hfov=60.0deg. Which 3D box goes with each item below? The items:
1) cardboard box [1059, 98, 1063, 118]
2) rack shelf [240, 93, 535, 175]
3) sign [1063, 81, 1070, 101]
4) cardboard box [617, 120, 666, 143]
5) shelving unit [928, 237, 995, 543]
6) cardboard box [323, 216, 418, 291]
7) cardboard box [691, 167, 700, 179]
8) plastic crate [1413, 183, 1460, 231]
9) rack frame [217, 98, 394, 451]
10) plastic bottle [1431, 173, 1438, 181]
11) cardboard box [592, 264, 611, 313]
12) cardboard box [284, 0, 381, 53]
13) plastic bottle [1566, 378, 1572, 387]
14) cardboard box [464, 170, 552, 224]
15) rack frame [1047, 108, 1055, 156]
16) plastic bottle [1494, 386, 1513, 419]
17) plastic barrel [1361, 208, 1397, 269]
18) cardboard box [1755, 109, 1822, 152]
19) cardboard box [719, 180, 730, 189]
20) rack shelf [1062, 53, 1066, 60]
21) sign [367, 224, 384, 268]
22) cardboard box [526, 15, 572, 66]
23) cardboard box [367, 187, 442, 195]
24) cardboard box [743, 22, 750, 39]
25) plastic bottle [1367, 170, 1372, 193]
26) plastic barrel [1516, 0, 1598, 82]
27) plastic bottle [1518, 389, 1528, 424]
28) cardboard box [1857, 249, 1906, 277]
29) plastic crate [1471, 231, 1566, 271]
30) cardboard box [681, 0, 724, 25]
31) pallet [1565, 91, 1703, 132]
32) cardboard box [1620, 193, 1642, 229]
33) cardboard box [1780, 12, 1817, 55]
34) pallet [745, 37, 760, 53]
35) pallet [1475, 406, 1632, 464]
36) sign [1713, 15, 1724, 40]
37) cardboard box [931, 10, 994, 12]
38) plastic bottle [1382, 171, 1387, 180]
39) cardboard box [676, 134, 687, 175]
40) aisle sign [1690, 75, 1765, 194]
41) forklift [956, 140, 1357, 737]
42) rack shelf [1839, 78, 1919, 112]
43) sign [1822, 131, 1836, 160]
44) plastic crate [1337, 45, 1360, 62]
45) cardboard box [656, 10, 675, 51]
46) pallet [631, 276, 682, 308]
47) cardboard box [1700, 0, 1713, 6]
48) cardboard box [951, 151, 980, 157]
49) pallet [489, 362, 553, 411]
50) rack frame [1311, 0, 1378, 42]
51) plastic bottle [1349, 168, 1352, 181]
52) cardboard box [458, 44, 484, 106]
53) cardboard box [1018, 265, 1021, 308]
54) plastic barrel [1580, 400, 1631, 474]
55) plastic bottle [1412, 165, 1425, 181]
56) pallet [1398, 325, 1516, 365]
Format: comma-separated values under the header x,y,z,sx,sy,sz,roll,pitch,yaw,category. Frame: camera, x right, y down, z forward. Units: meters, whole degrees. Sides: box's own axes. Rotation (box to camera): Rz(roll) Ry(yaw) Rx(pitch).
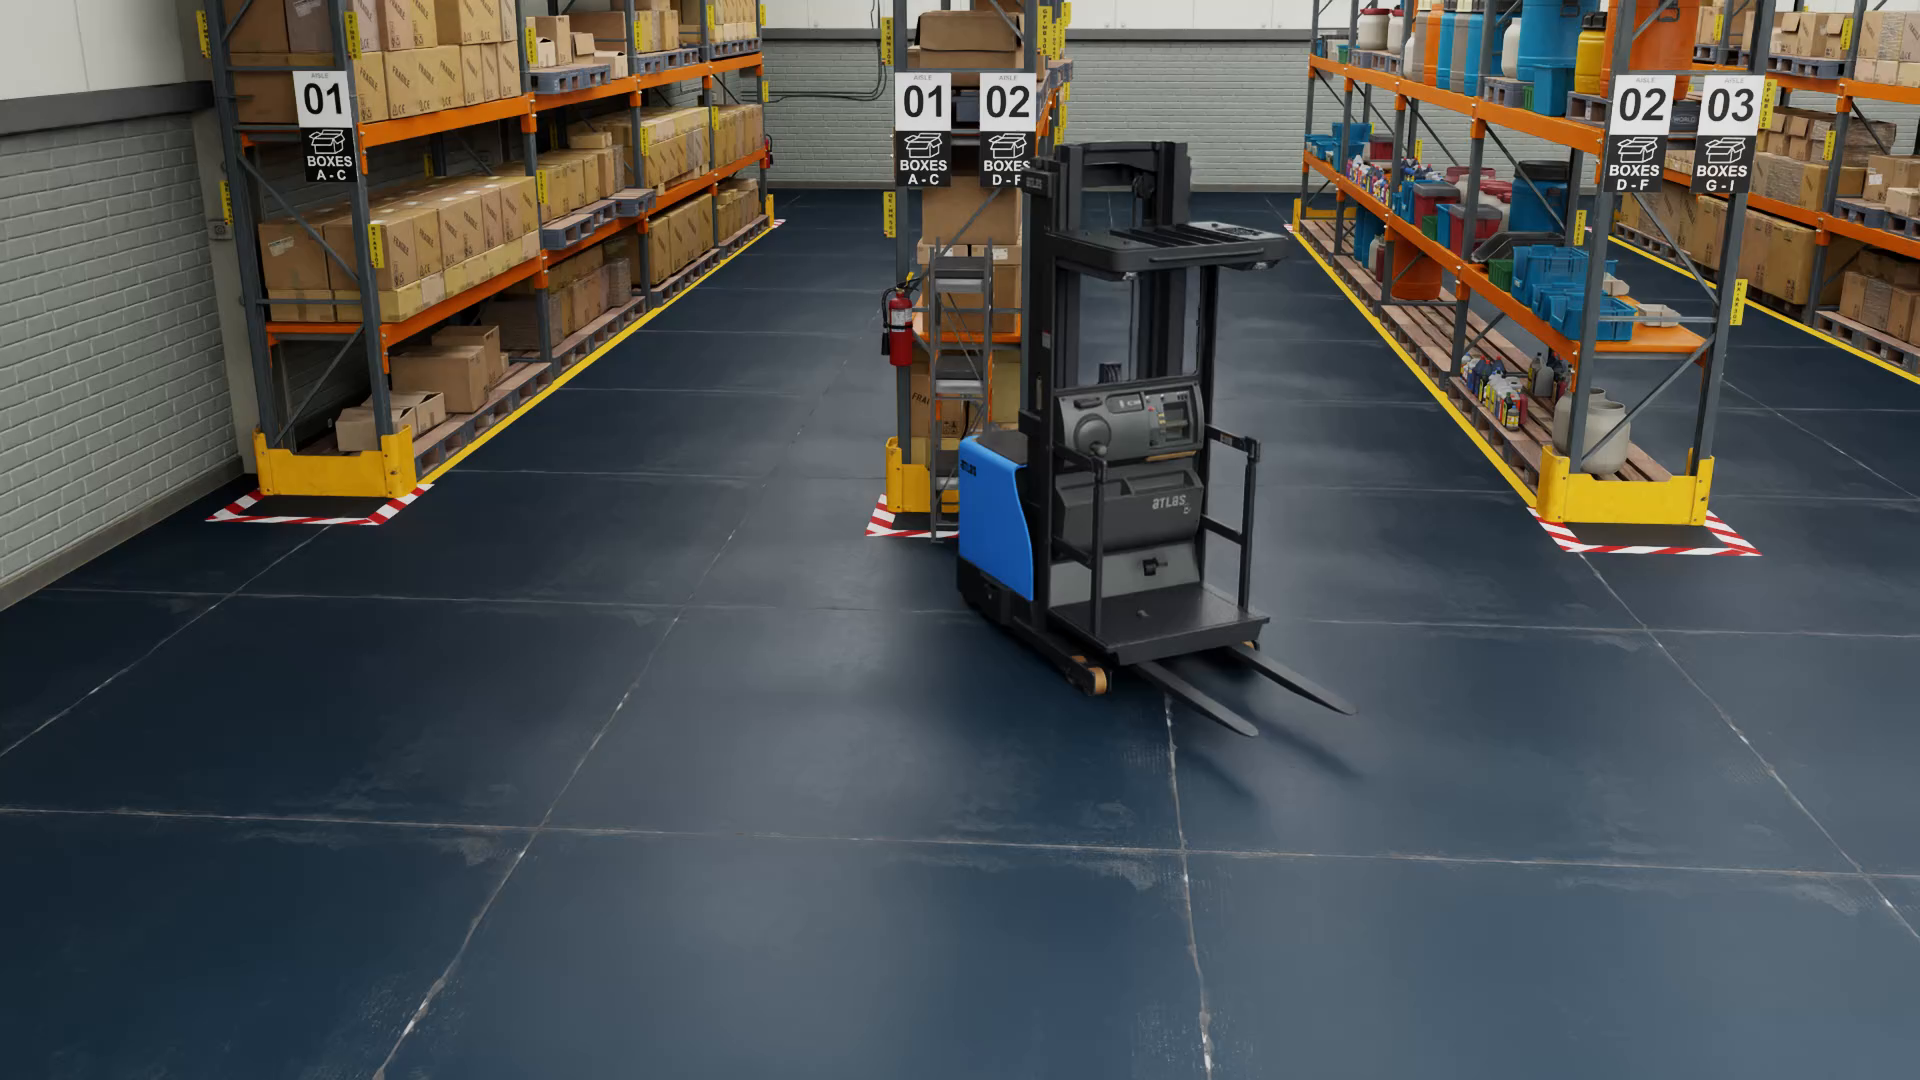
x,y,z,sx,sy,sz,roll,pitch,yaw,category
1.212,-6.075,23.879,0.500,0.500,0.500,2,18,5,cardboard box
-4.761,-3.499,14.123,1.077,0.370,4.000,1,18,4,rack shelf
1.736,-7.336,27.128,0.100,0.325,0.005,1,18,4,sign
-4.003,-5.136,20.906,0.500,0.250,0.500,1,18,3,cardboard box
0.012,-1.049,11.753,0.431,2.100,0.503,1,18,4,shelving unit
-4.570,-2.231,12.918,0.500,0.500,0.500,1,18,4,cardboard box
-3.804,-5.059,22.915,0.380,0.149,0.250,1,18,4,cardboard box
5.130,-3.593,17.970,0.402,0.464,0.583,1,18,4,plastic crate
-4.904,-1.795,12.583,1.000,3.000,0.127,1,18,4,rack frame
6.023,-4.518,21.101,0.097,0.271,0.097,0,18,0,plastic bottle
-4.483,-2.918,19.320,0.700,0.500,0.500,1,18,4,cardboard box
-4.635,-3.866,12.290,0.500,0.500,0.500,0,18,0,cardboard box
5.453,-1.314,14.783,0.152,0.276,0.135,2,18,5,plastic bottle
-4.547,-3.451,16.770,0.700,0.500,0.500,1,18,4,cardboard box
0.610,-4.170,19.831,1.000,3.000,0.127,1,18,4,rack frame
4.727,-1.189,14.402,0.152,0.276,0.135,1,18,2,plastic bottle
5.731,-4.114,22.357,0.600,0.901,0.708,1,18,4,plastic barrel
10.679,-5.303,21.517,0.797,0.503,0.637,1,18,5,cardboard box
-3.934,-5.750,26.952,0.380,0.149,0.250,1,18,4,cardboard box
1.040,-7.117,25.163,1.077,0.370,4.000,1,18,4,rack shelf
-4.363,-2.194,12.411,0.100,0.325,0.005,1,18,4,sign
-4.410,-5.260,17.508,0.500,0.500,0.500,1,18,2,cardboard box
-4.942,-2.875,14.884,0.500,0.500,0.500,2,18,5,cardboard box
-3.581,-7.970,26.018,0.500,0.250,0.500,1,18,2,cardboard box
5.259,-4.592,21.306,0.061,0.283,0.133,1,18,4,plastic bottle
5.086,-4.372,14.152,0.600,0.901,0.708,1,18,4,plastic barrel
4.823,-1.147,14.263,0.061,0.283,0.133,1,18,4,plastic bottle
10.473,-3.116,18.720,0.500,0.250,0.500,2,18,6,cardboard box
5.100,-2.627,15.221,0.767,0.338,0.504,1,18,4,plastic crate
-3.713,-7.694,23.972,0.500,0.500,0.500,1,18,3,cardboard box
5.134,-3.164,12.247,1.003,0.211,1.213,1,18,4,pallet
11.098,-5.421,26.389,0.875,0.875,0.875,1,18,4,cardboard box
10.616,-6.257,20.542,0.797,0.503,0.637,1,18,3,cardboard box
-3.800,-7.917,26.591,1.003,0.211,1.213,1,18,4,pallet
5.089,-0.903,14.340,1.003,0.211,1.213,1,18,4,pallet
10.224,-6.910,22.421,0.100,0.325,0.005,1,18,4,sign
0.024,-4.516,15.011,0.500,0.500,0.500,3,18,8,cardboard box
5.393,-4.547,21.170,0.061,0.283,0.133,1,18,4,plastic bottle
-3.928,-5.101,22.003,0.500,0.500,0.500,2,18,5,cardboard box
5.264,-2.780,11.415,0.394,0.787,0.004,1,18,4,aisle sign
1.075,-0.677,9.282,1.130,2.935,3.031,-9,20,-25,forklift
10.348,-4.410,16.902,1.077,0.370,4.000,1,18,4,rack shelf
9.937,-4.509,19.007,0.100,0.325,0.005,1,18,4,sign
5.584,-6.936,23.725,0.416,0.233,0.300,1,18,4,plastic crate
-4.192,-6.758,22.047,0.700,0.500,0.500,1,18,3,cardboard box
-4.199,-3.197,21.342,1.003,0.211,1.213,1,18,4,pallet
10.910,-7.881,24.141,0.500,0.250,0.500,1,18,2,cardboard box
0.190,-2.986,13.974,0.700,0.500,0.500,1,18,4,cardboard box
-4.630,-1.502,16.169,1.003,0.211,1.213,1,18,4,pallet
6.124,-9.394,26.139,1.000,3.000,0.127,1,18,4,rack frame
5.386,-5.024,22.757,0.097,0.201,0.097,0,18,0,plastic bottle
-4.458,-4.027,14.386,0.500,0.500,0.500,1,18,2,cardboard box
0.116,-2.041,13.173,0.700,0.500,0.500,2,18,5,cardboard box
4.948,-0.797,12.859,0.421,0.512,0.421,0,18,0,plastic barrel
5.858,-4.604,21.235,0.144,0.351,0.185,1,18,4,plastic bottle
5.366,-2.115,18.040,1.003,0.211,1.213,1,18,4,pallet
